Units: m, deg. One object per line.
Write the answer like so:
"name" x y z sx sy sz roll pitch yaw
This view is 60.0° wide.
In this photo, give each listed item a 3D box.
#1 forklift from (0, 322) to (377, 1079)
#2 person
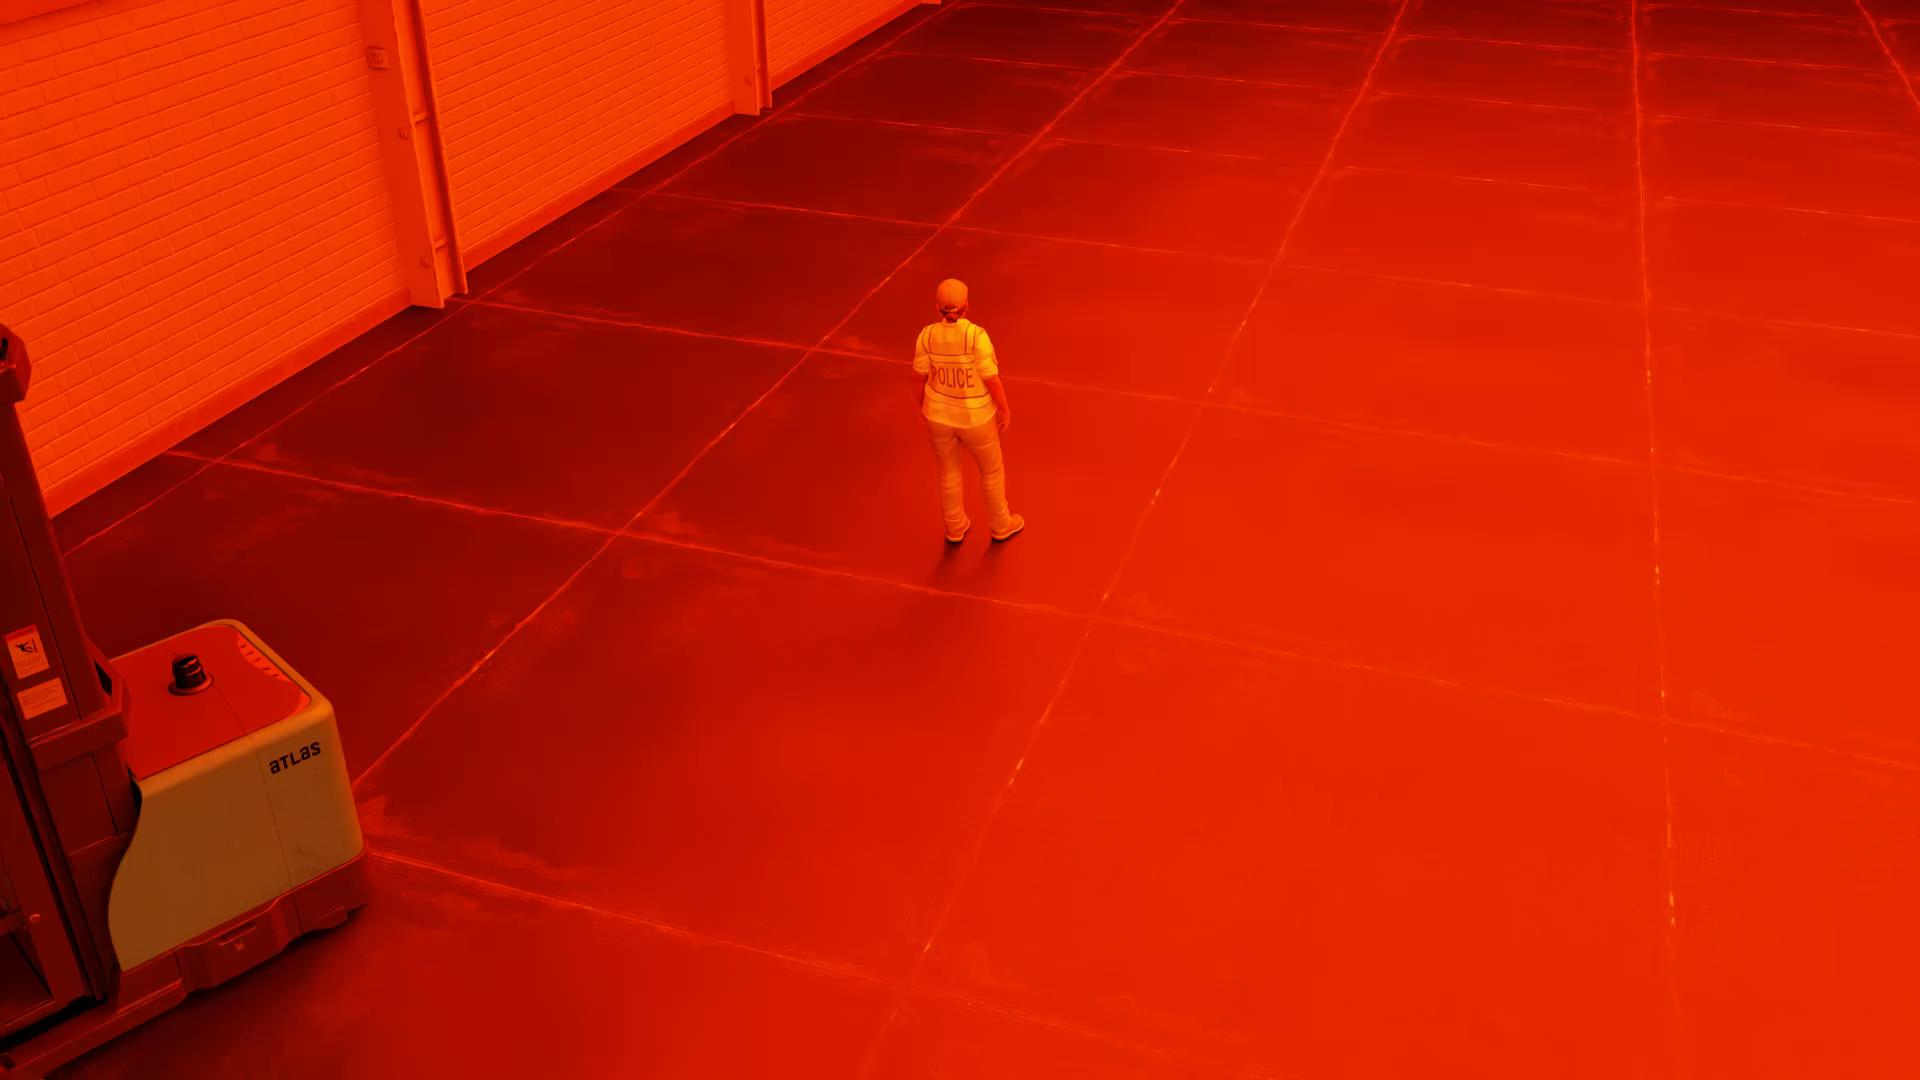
"forklift" -3.954 0.665 5.971 3.031 2.935 1.130 -26 39 -37
"person" 0.047 -0.762 9.736 0.598 1.670 0.529 10 31 16
